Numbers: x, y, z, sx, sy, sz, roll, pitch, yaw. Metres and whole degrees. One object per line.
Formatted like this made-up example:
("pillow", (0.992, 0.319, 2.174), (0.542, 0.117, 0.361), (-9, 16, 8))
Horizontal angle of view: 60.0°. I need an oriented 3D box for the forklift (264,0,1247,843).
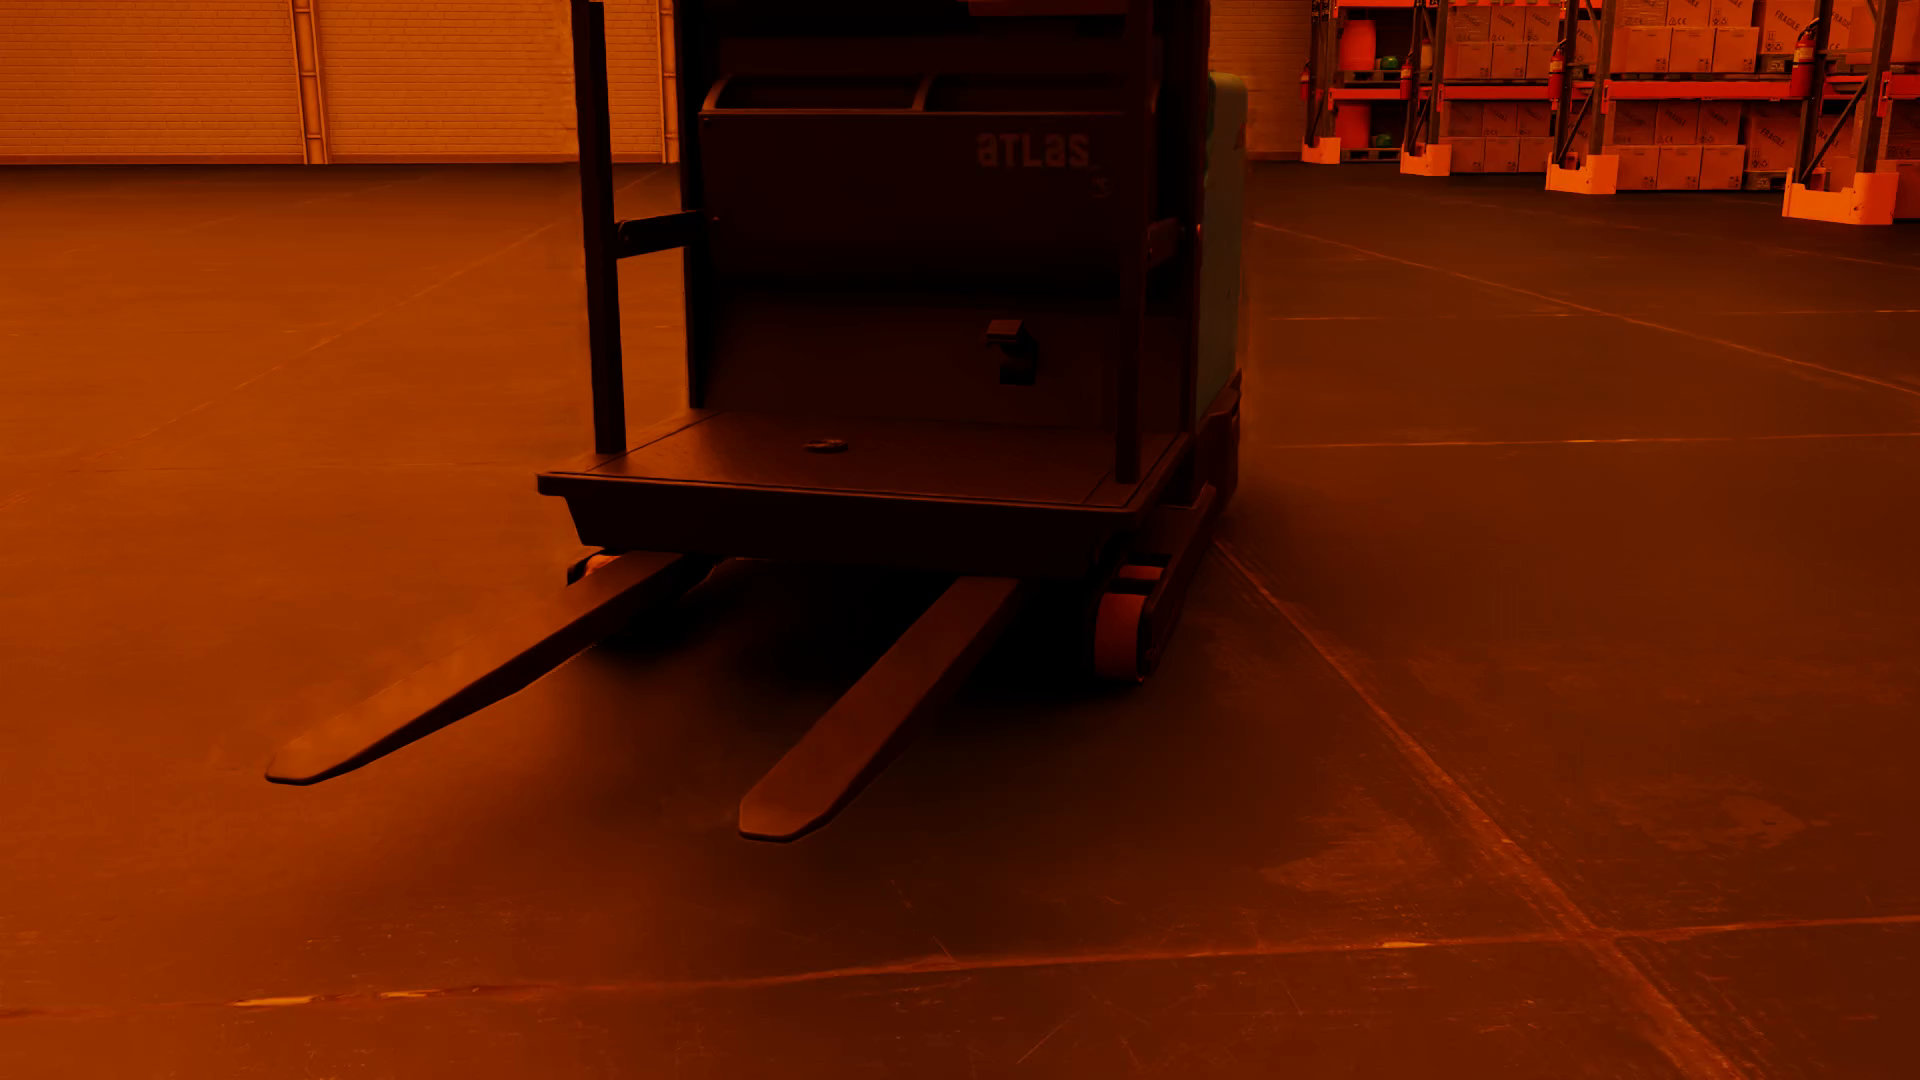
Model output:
("forklift", (-0.117, -1.269, 2.998), (1.130, 2.935, 3.031), (4, 15, 15))
